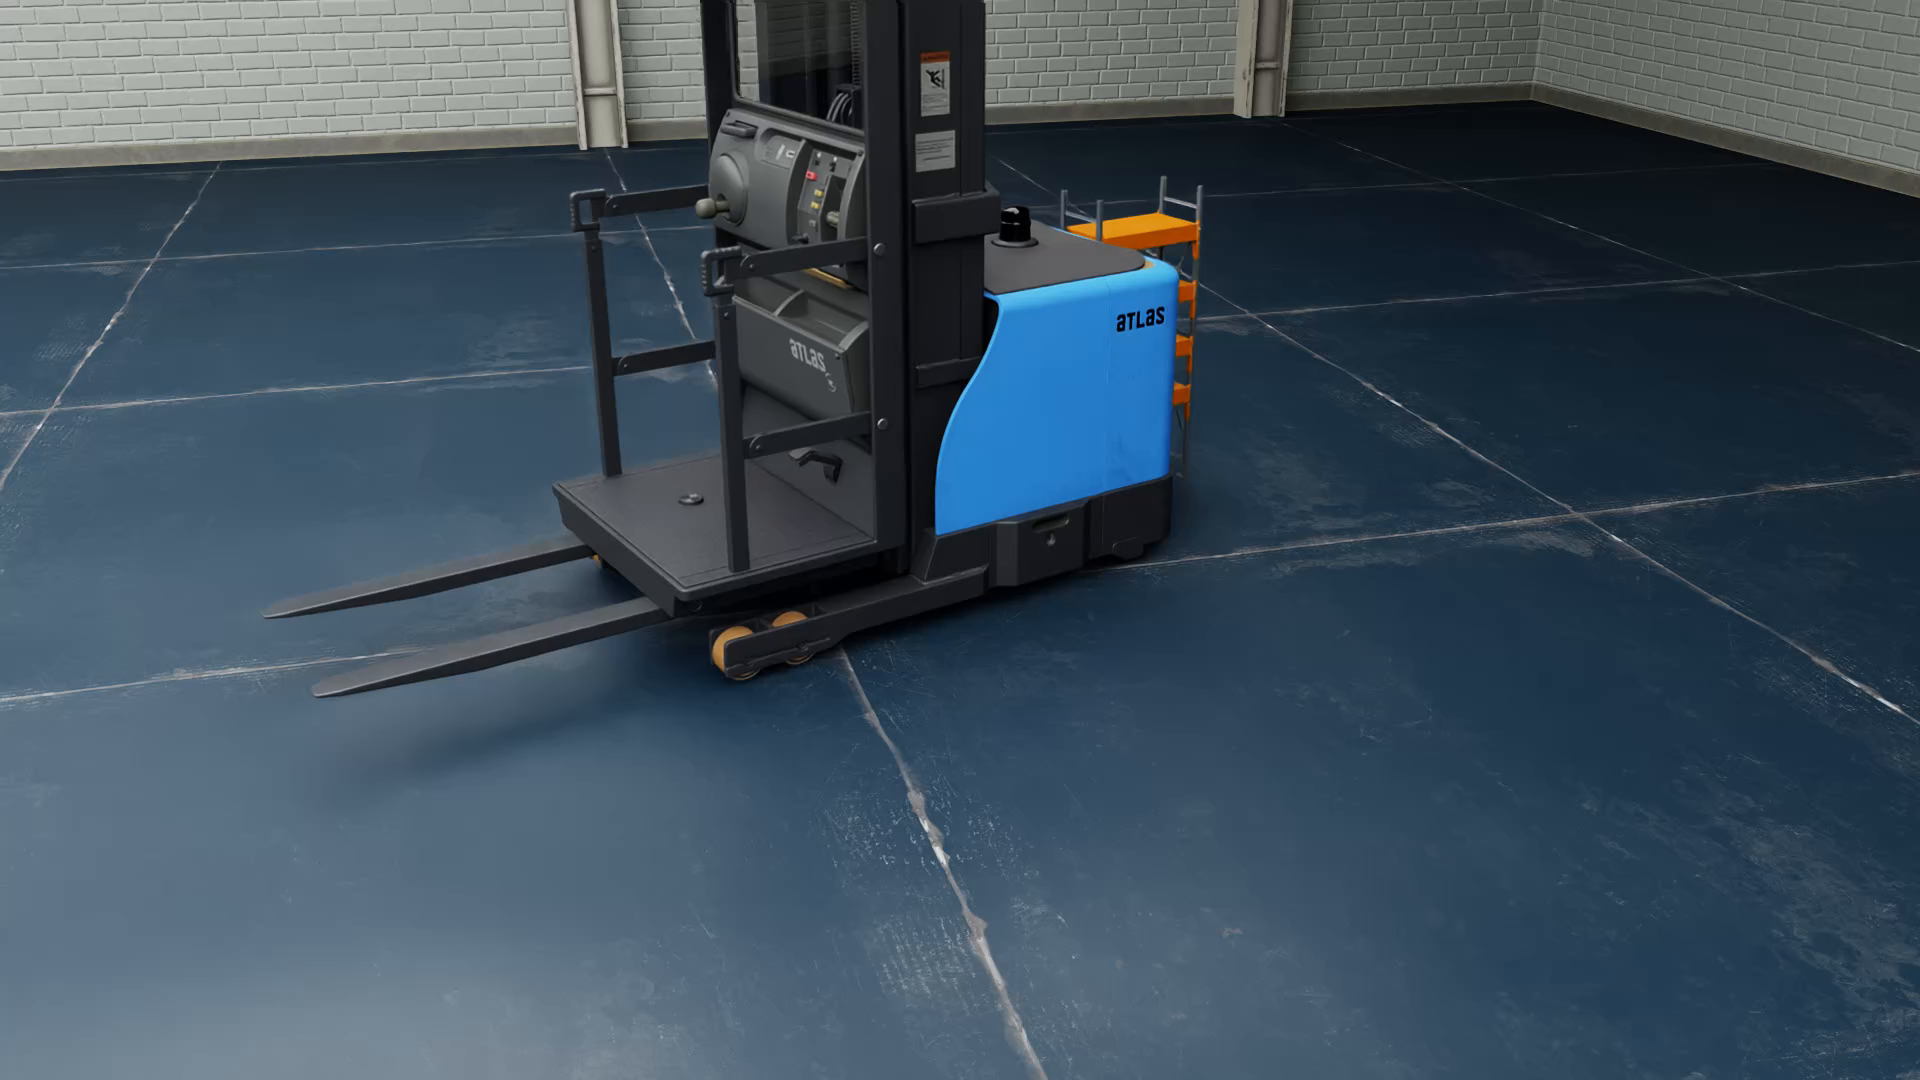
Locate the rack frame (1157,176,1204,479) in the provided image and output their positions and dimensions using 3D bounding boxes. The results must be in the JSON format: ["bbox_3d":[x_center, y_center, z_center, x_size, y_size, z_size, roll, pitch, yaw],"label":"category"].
[{"bbox_3d":[0.862,-0.843,6.692,0.015,1.200,0.240,-15,27,-31],"label":"rack frame"}]

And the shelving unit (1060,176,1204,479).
[{"bbox_3d":[0.659,-0.789,6.568,0.503,1.200,0.258,-15,27,-31],"label":"shelving unit"}]

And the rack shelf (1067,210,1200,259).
[{"bbox_3d":[0.659,-1.150,6.413,0.480,0.148,0.258,-15,27,-31],"label":"rack shelf"}]

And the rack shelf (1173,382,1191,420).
[{"bbox_3d":[0.659,-0.545,6.673,0.480,0.148,0.258,-15,27,-31],"label":"rack shelf"}]

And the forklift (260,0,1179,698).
[{"bbox_3d":[-0.734,-1.143,5.197,3.031,2.935,1.130,-15,27,-31],"label":"forklift"}]

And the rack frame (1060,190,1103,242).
[{"bbox_3d":[0.456,-0.736,6.443,0.015,1.200,0.240,-15,27,-31],"label":"rack frame"}]

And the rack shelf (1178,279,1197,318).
[{"bbox_3d":[0.659,-0.933,6.506,0.480,0.148,0.258,-15,27,-31],"label":"rack shelf"}]

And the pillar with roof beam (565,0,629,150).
[{"bbox_3d":[-1.837,-5.819,8.400,0.400,9.000,9.100,-6,24,-14],"label":"pillar with roof beam"}]

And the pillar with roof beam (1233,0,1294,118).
[{"bbox_3d":[3.940,-6.459,9.890,0.400,9.000,9.100,-6,24,-14],"label":"pillar with roof beam"}]

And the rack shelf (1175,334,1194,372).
[{"bbox_3d":[0.659,-0.727,6.594,0.480,0.148,0.258,-15,27,-31],"label":"rack shelf"}]
